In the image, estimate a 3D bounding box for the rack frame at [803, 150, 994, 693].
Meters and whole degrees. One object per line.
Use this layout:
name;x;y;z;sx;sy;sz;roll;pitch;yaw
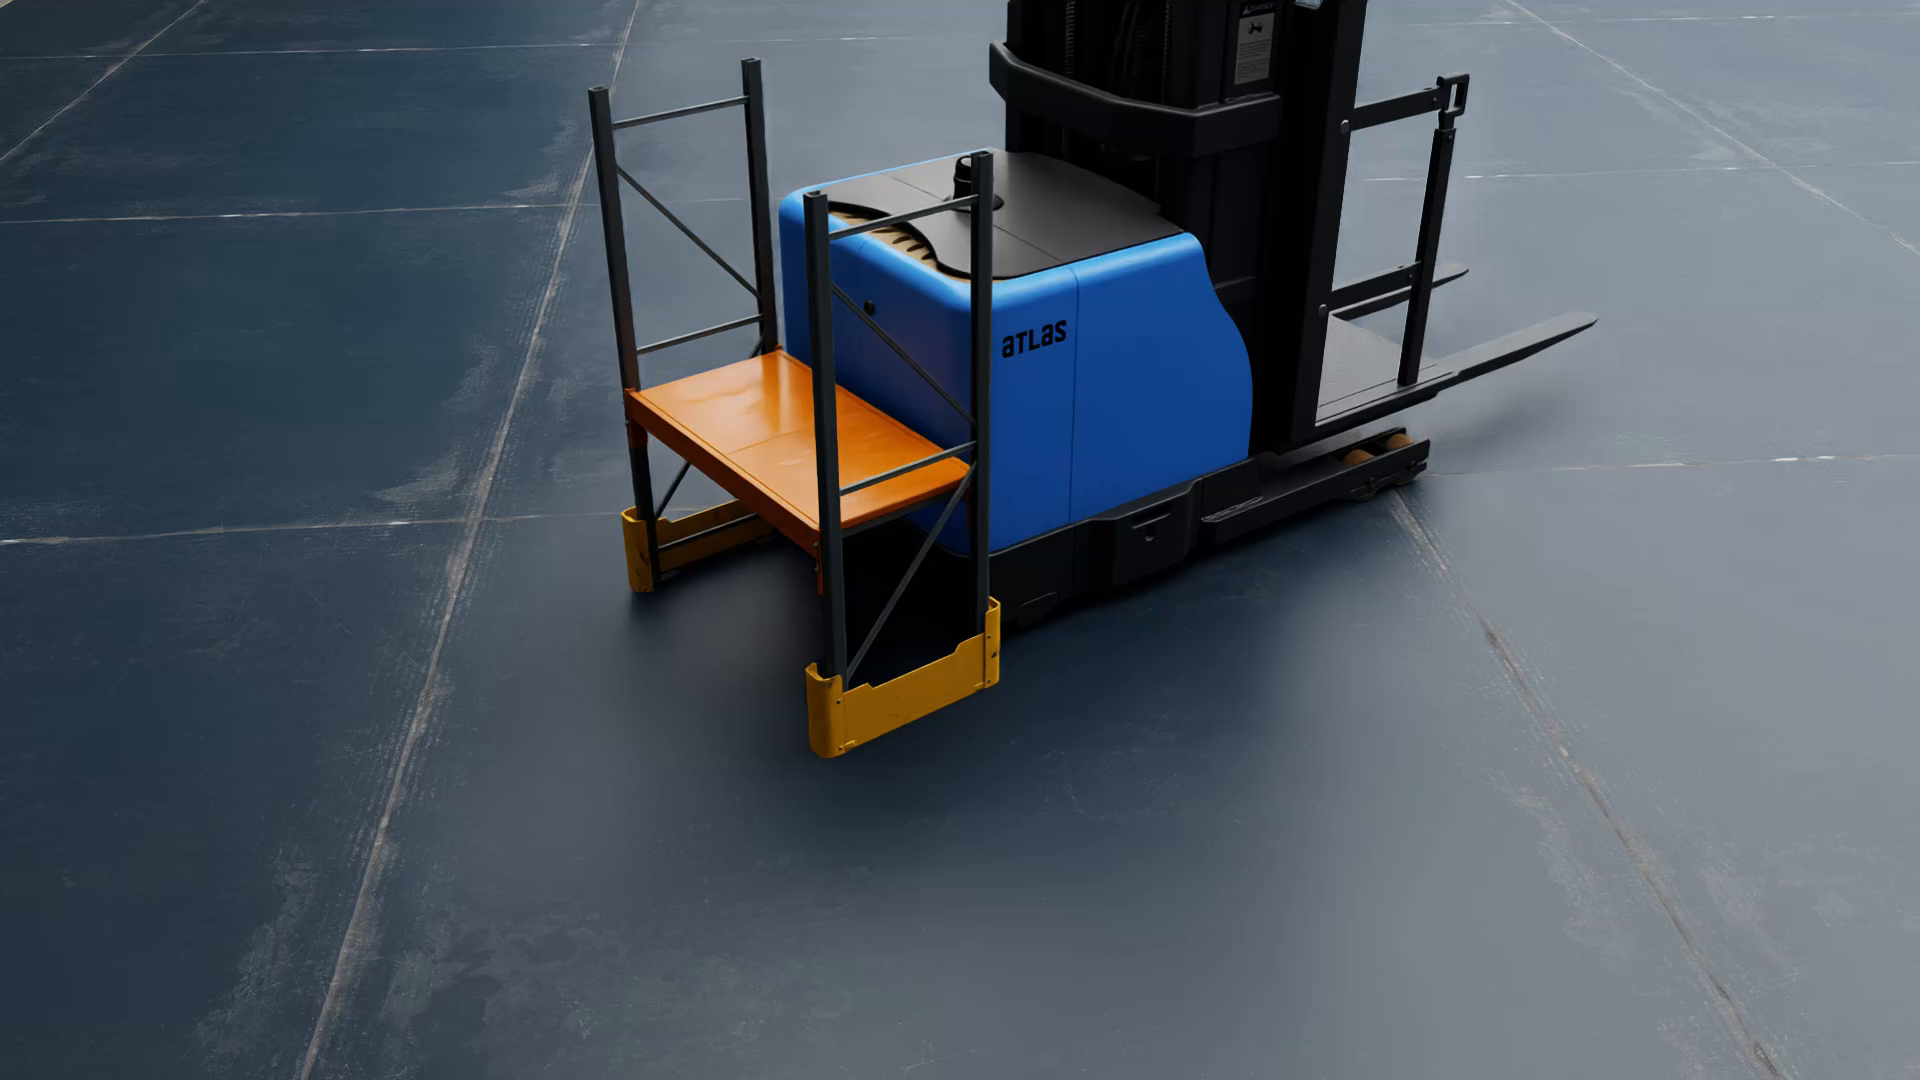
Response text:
rack frame;-0.130;-0.172;4.075;0.500;1.500;0.032;-21;37;-31

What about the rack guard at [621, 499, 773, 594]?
rack guard;-0.747;-0.049;5.088;0.587;0.250;0.087;-21;37;-31

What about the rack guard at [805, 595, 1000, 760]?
rack guard;-0.142;0.357;4.409;0.587;0.250;0.087;-21;37;-31

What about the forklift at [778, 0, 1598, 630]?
forklift;0.951;-1.587;5.049;3.031;2.935;1.130;-20;36;-30

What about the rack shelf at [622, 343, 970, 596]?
rack shelf;-0.439;-0.224;4.514;0.538;0.185;1.000;-21;37;-31

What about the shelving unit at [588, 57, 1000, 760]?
shelving unit;-0.444;-0.383;4.428;0.587;1.500;1.083;-21;37;-31

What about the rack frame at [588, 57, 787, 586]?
rack frame;-0.748;-0.586;4.768;0.500;1.500;0.032;-21;37;-31
